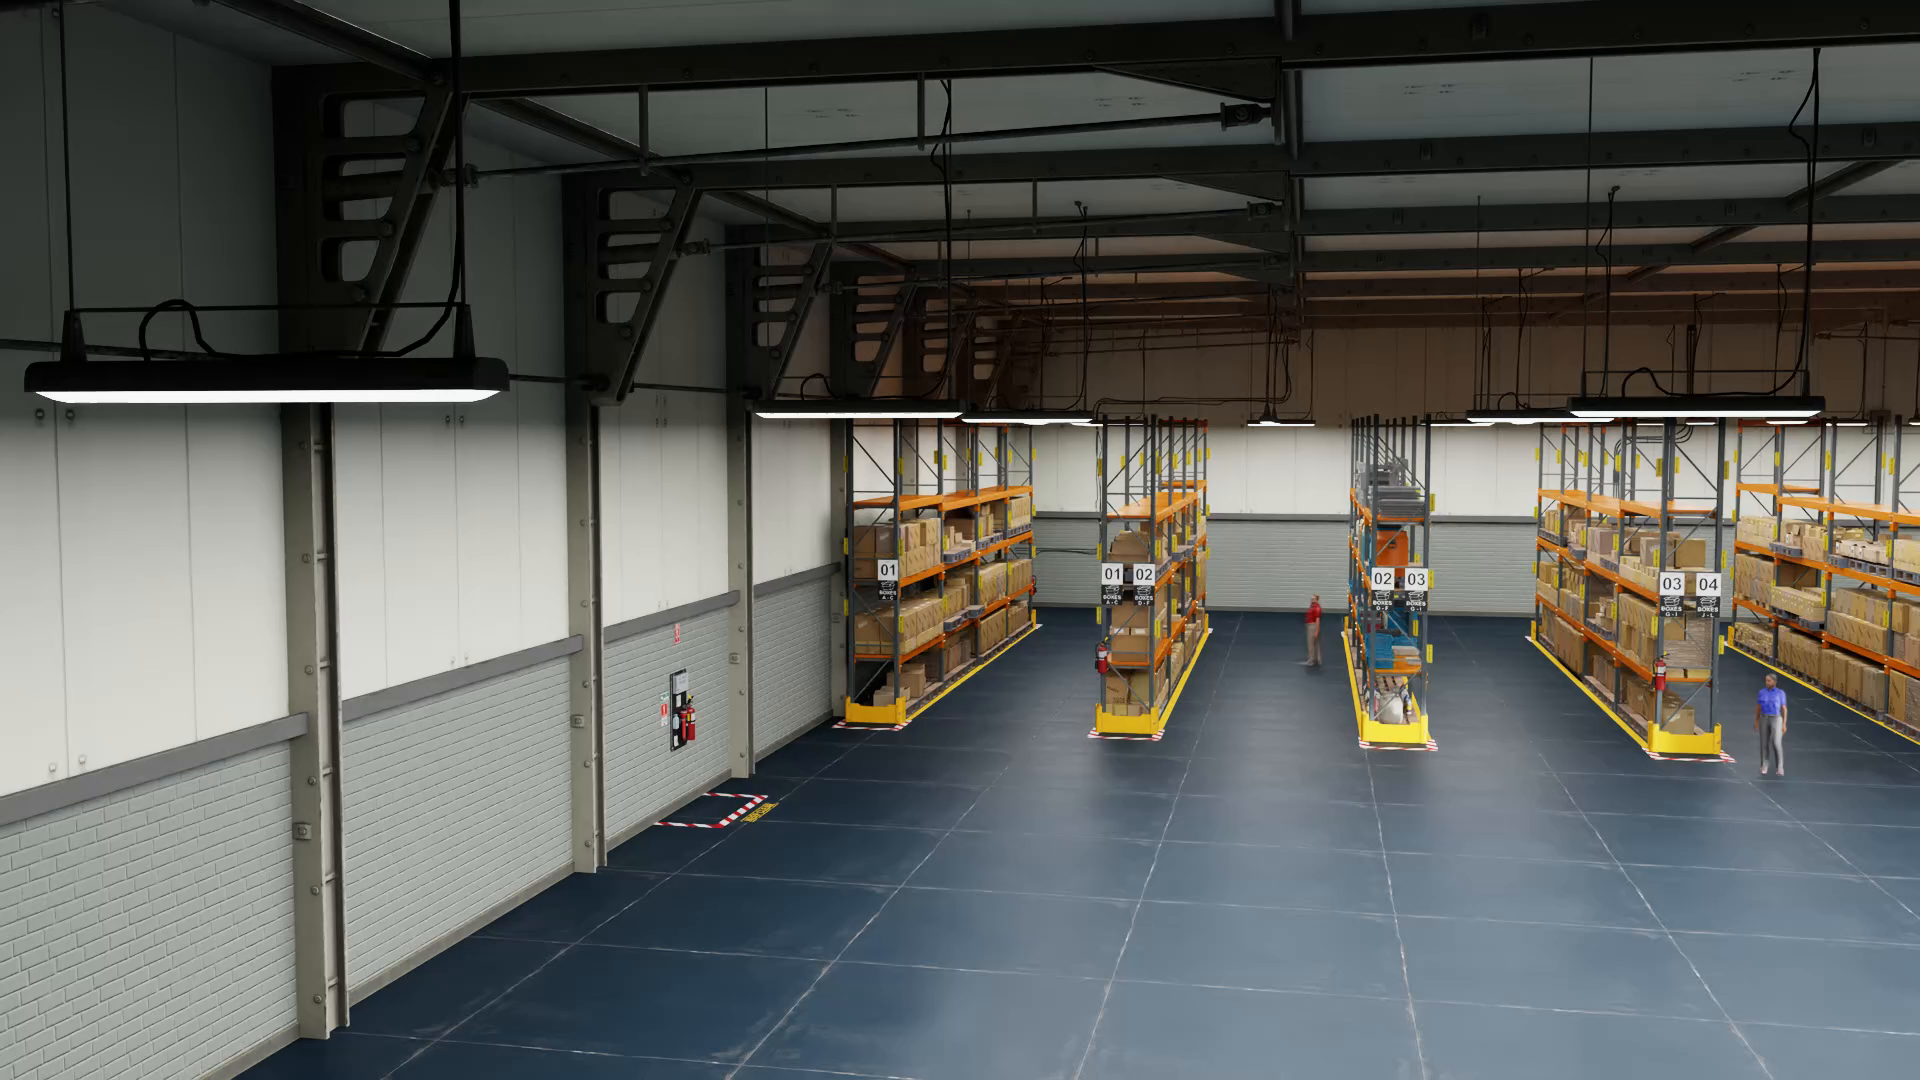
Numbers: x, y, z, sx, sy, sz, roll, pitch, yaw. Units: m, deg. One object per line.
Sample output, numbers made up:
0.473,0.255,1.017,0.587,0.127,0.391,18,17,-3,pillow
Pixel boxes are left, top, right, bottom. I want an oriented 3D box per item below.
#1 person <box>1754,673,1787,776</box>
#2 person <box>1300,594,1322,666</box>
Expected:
13.481,3.056,27.653,0.356,1.682,0.498,-3,5,-40,person
8.538,2.175,40.364,0.501,1.720,0.541,1,4,16,person
